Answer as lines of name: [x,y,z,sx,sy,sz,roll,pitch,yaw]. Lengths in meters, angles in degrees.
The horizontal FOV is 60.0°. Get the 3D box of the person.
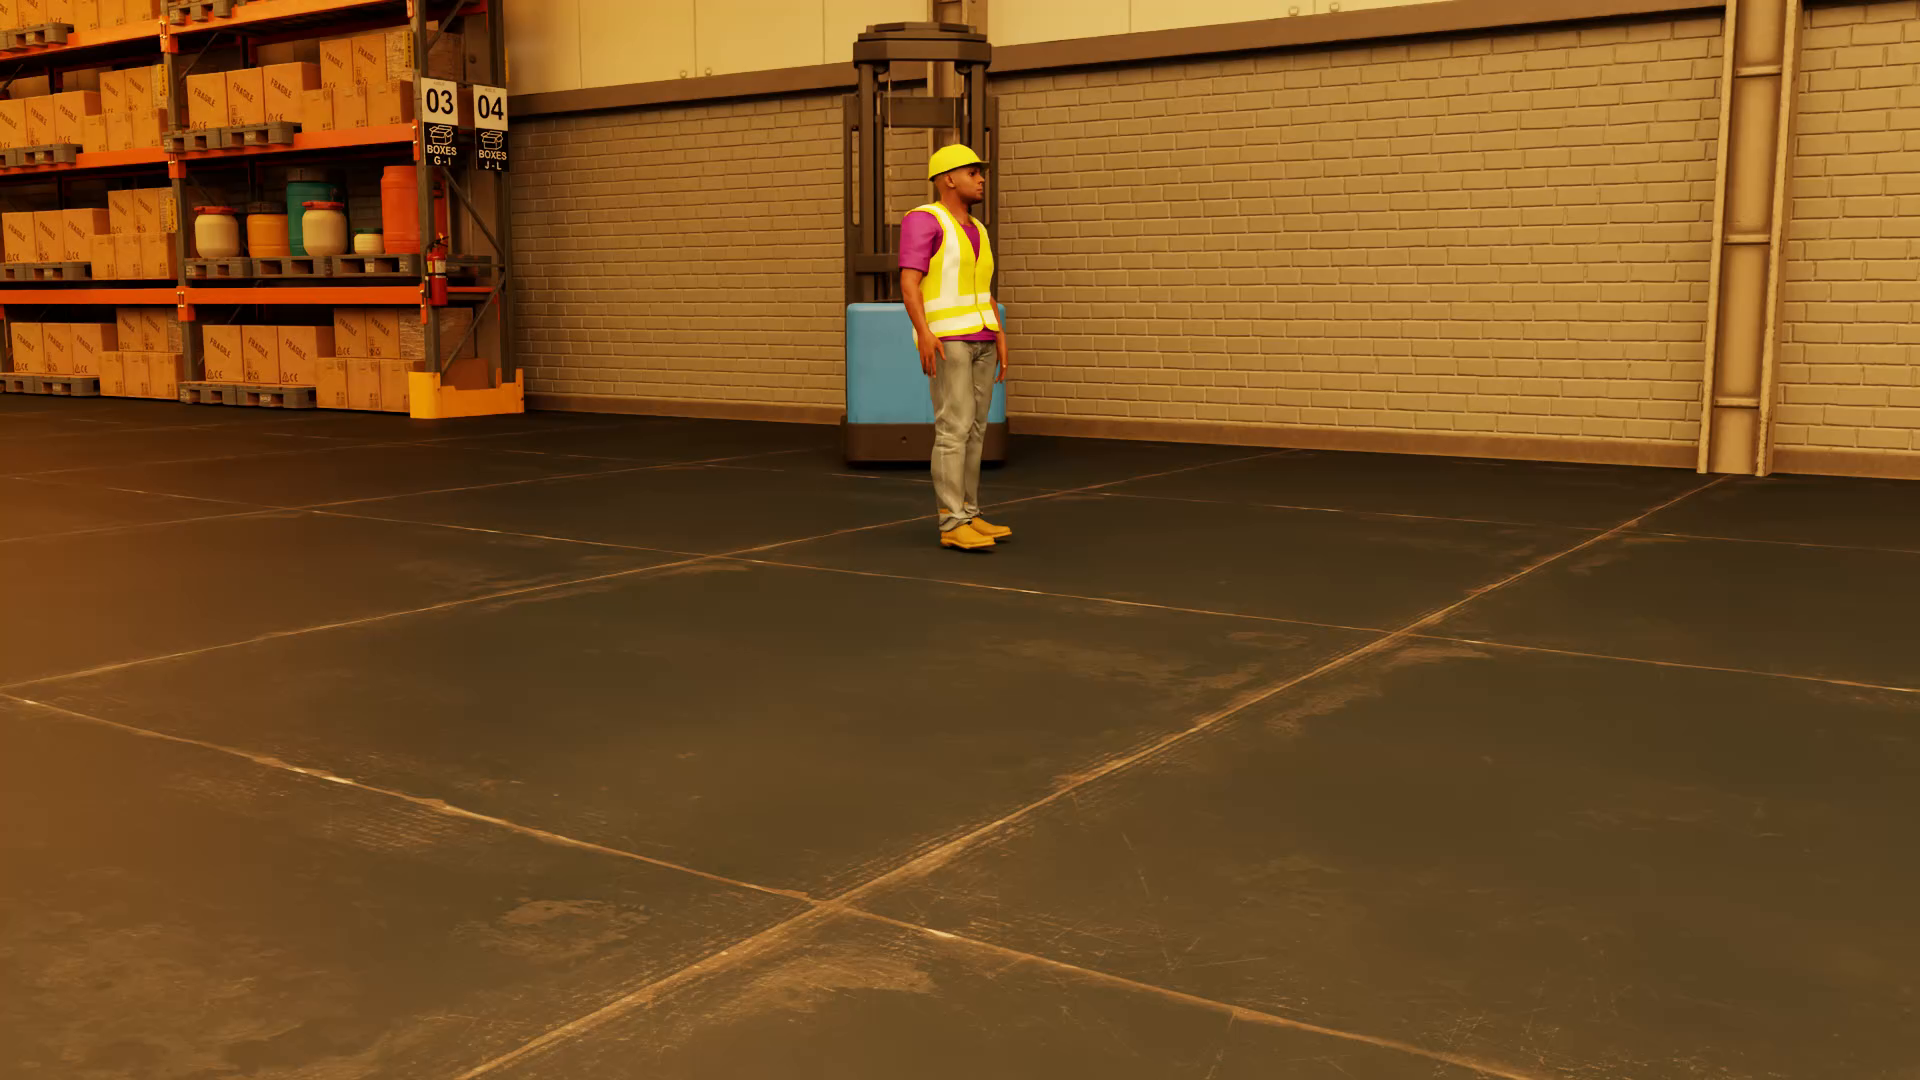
person: [0.055,-0.875,7.435,0.575,1.768,0.665,5,10,34]

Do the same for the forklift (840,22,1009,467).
forklift: [-0.287,-2.101,11.965,1.130,2.935,3.031,0,8,-3]
